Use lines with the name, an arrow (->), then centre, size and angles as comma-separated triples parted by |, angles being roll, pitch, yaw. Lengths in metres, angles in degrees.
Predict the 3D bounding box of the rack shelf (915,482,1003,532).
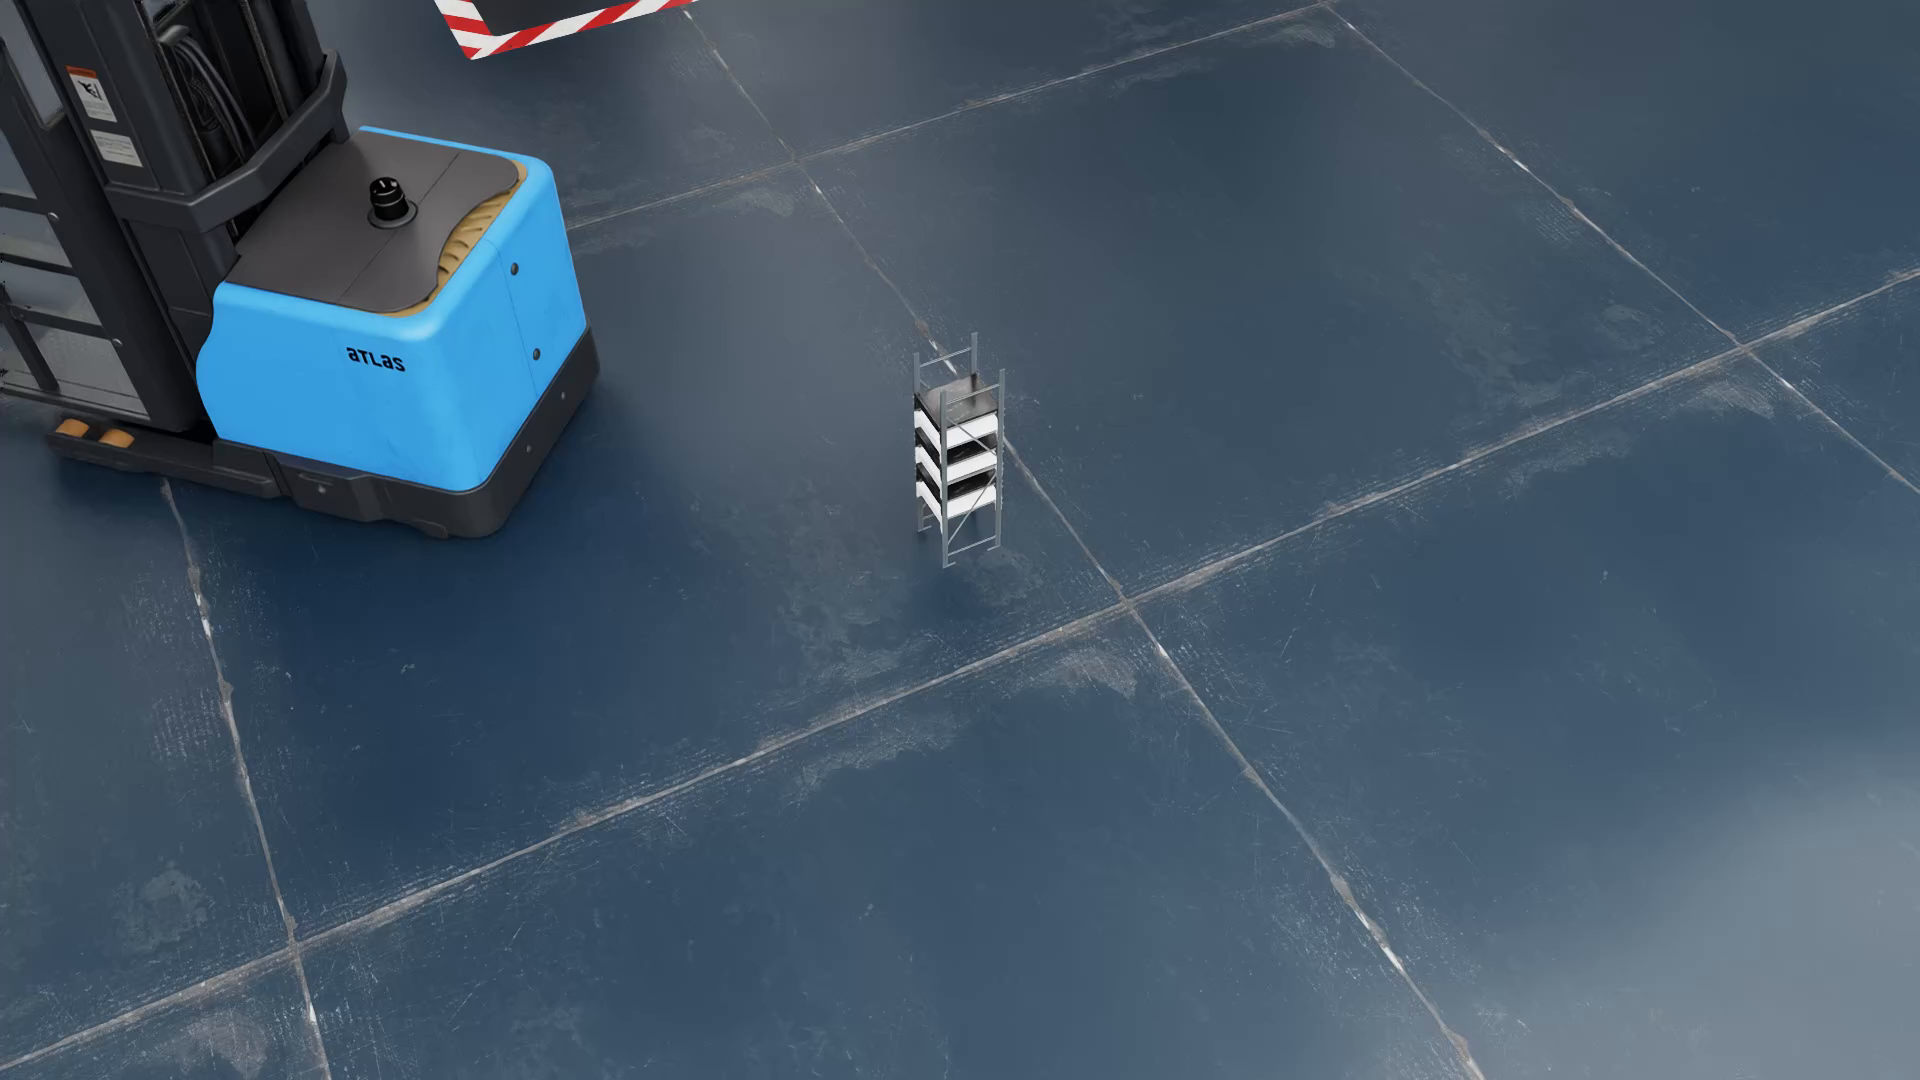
rack shelf -> -0.004, -0.161, 6.077 | 0.258, 0.077, 0.200 | -21, 52, -18

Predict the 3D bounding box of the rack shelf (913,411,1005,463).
rack shelf -> -0.004, -0.398, 5.806 | 0.258, 0.077, 0.200 | -21, 52, -18

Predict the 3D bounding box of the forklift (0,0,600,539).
forklift -> -3.039, -1.604, 5.706 | 3.031, 2.935, 1.130 | 12, 50, 11

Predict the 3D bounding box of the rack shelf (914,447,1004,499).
rack shelf -> -0.004, -0.280, 5.941 | 0.258, 0.077, 0.200 | -21, 52, -18

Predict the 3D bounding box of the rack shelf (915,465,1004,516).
rack shelf -> -0.004, -0.221, 6.009 | 0.258, 0.077, 0.200 | -21, 52, -18

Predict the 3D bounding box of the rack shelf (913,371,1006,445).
rack shelf -> -0.004, -0.458, 5.738 | 0.258, 0.077, 0.200 | -21, 52, -18

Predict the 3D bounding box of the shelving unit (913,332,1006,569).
shelving unit -> -0.004, -0.302, 5.916 | 0.258, 0.900, 0.210 | -21, 52, -18

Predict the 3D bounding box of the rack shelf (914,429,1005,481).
rack shelf -> -0.004, -0.339, 5.873 | 0.258, 0.077, 0.200 | -21, 52, -18

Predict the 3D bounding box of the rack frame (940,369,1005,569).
rack frame -> 0.043, -0.234, 5.857 | 0.240, 0.900, 0.006 | -21, 52, -18

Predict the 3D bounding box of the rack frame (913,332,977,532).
rack frame -> -0.050, -0.370, 5.976 | 0.240, 0.900, 0.006 | -21, 52, -18
